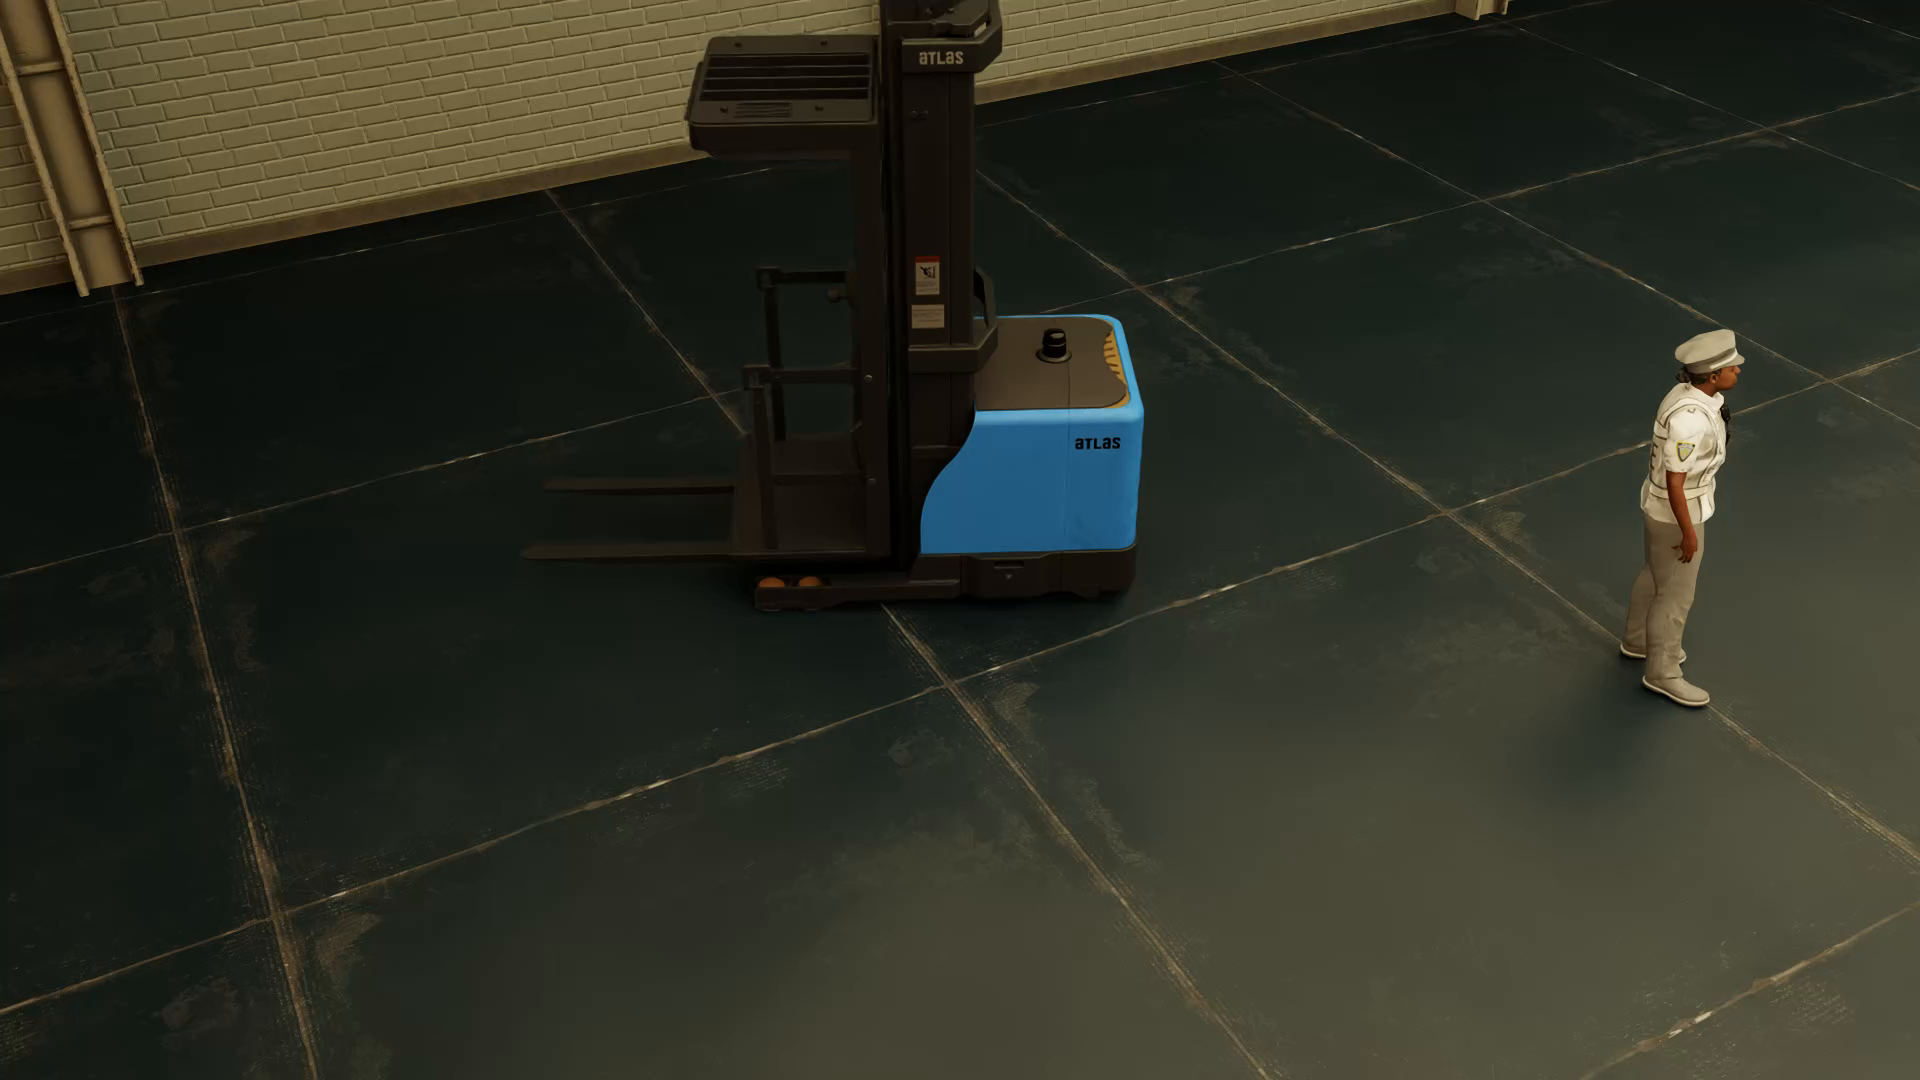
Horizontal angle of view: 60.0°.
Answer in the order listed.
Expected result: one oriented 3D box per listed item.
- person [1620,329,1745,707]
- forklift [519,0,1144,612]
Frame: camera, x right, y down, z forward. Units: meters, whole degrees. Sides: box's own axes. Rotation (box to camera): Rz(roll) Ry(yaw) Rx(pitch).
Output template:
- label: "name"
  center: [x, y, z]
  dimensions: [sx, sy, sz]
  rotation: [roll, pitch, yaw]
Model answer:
- label: "person"
  center: [3.251, -0.122, 7.353]
  dimensions: [0.530, 1.695, 0.570]
  rotation: [13, 37, 17]
- label: "forklift"
  center: [-0.664, -1.158, 7.762]
  dimensions: [3.031, 2.935, 1.130]
  rotation: [-1, 35, -2]
